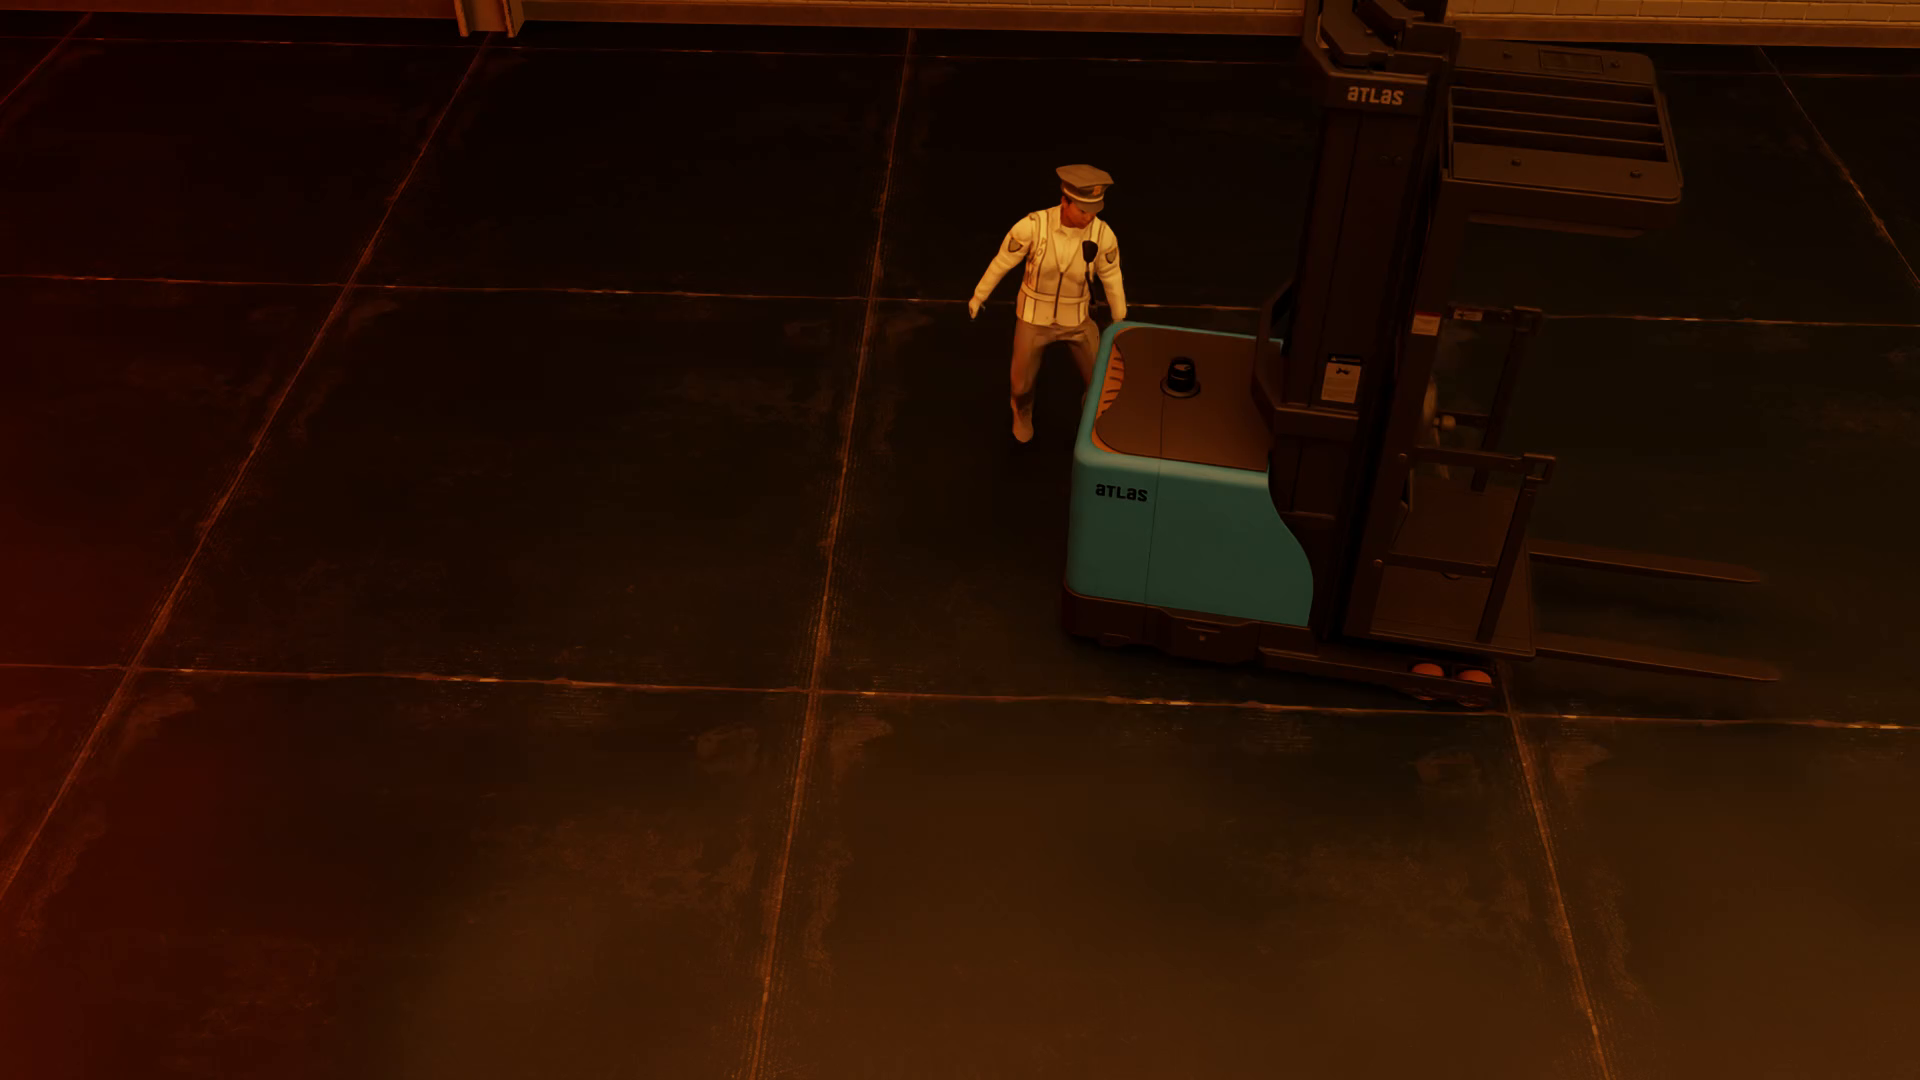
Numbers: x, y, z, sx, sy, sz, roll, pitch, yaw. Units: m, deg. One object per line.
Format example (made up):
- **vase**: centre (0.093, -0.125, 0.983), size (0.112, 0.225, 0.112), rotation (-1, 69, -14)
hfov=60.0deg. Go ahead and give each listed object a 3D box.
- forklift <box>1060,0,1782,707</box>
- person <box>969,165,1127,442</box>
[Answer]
- **forklift**: centre (2.018, -0.759, 6.573), size (3.031, 2.935, 1.130), rotation (8, 43, 9)
- **person**: centre (0.447, -1.090, 7.963), size (0.814, 1.644, 0.454), rotation (2, 42, 3)
